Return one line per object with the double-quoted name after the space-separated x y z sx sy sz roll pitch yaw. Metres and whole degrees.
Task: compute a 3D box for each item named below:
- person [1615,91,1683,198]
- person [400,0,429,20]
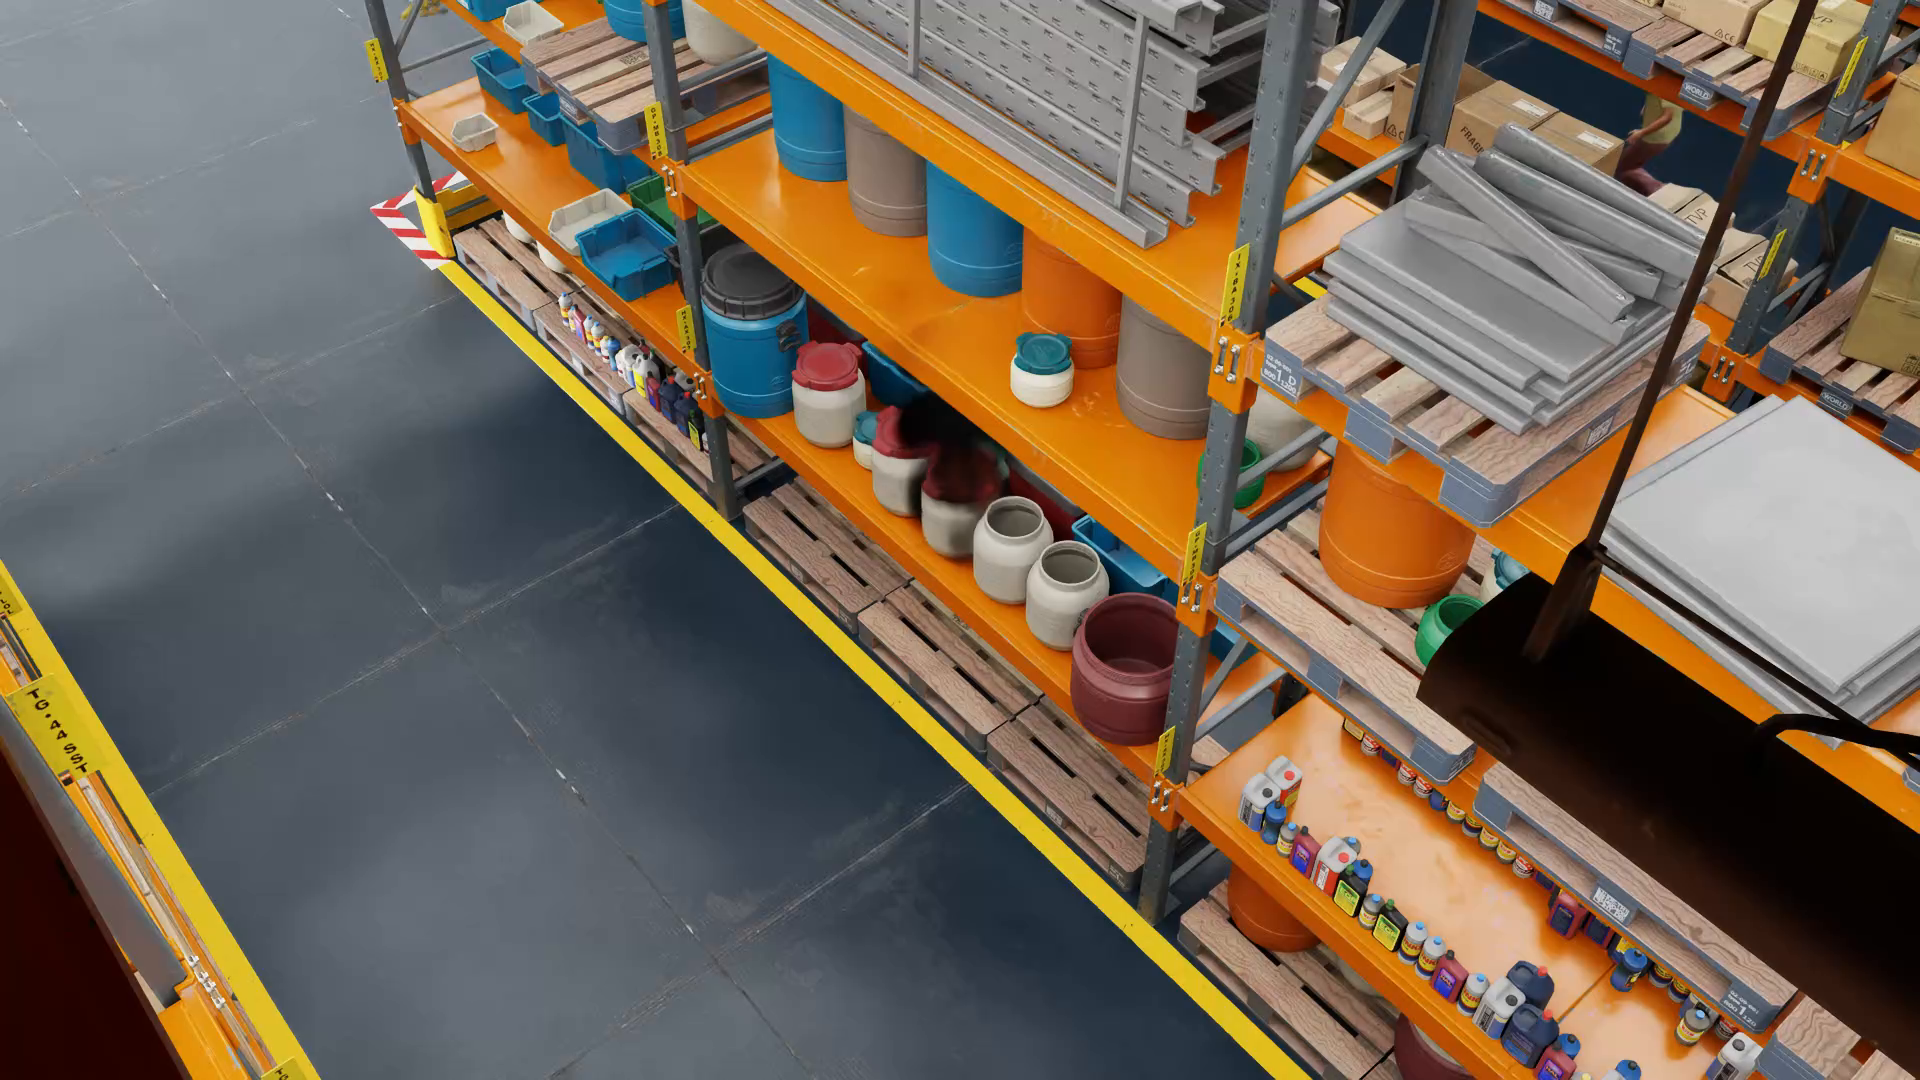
5.449 -3.120 12.842 0.587 1.619 0.564 32 54 27 "person"
-4.824 -5.656 15.135 0.940 1.806 0.711 -9 47 -8 "person"
